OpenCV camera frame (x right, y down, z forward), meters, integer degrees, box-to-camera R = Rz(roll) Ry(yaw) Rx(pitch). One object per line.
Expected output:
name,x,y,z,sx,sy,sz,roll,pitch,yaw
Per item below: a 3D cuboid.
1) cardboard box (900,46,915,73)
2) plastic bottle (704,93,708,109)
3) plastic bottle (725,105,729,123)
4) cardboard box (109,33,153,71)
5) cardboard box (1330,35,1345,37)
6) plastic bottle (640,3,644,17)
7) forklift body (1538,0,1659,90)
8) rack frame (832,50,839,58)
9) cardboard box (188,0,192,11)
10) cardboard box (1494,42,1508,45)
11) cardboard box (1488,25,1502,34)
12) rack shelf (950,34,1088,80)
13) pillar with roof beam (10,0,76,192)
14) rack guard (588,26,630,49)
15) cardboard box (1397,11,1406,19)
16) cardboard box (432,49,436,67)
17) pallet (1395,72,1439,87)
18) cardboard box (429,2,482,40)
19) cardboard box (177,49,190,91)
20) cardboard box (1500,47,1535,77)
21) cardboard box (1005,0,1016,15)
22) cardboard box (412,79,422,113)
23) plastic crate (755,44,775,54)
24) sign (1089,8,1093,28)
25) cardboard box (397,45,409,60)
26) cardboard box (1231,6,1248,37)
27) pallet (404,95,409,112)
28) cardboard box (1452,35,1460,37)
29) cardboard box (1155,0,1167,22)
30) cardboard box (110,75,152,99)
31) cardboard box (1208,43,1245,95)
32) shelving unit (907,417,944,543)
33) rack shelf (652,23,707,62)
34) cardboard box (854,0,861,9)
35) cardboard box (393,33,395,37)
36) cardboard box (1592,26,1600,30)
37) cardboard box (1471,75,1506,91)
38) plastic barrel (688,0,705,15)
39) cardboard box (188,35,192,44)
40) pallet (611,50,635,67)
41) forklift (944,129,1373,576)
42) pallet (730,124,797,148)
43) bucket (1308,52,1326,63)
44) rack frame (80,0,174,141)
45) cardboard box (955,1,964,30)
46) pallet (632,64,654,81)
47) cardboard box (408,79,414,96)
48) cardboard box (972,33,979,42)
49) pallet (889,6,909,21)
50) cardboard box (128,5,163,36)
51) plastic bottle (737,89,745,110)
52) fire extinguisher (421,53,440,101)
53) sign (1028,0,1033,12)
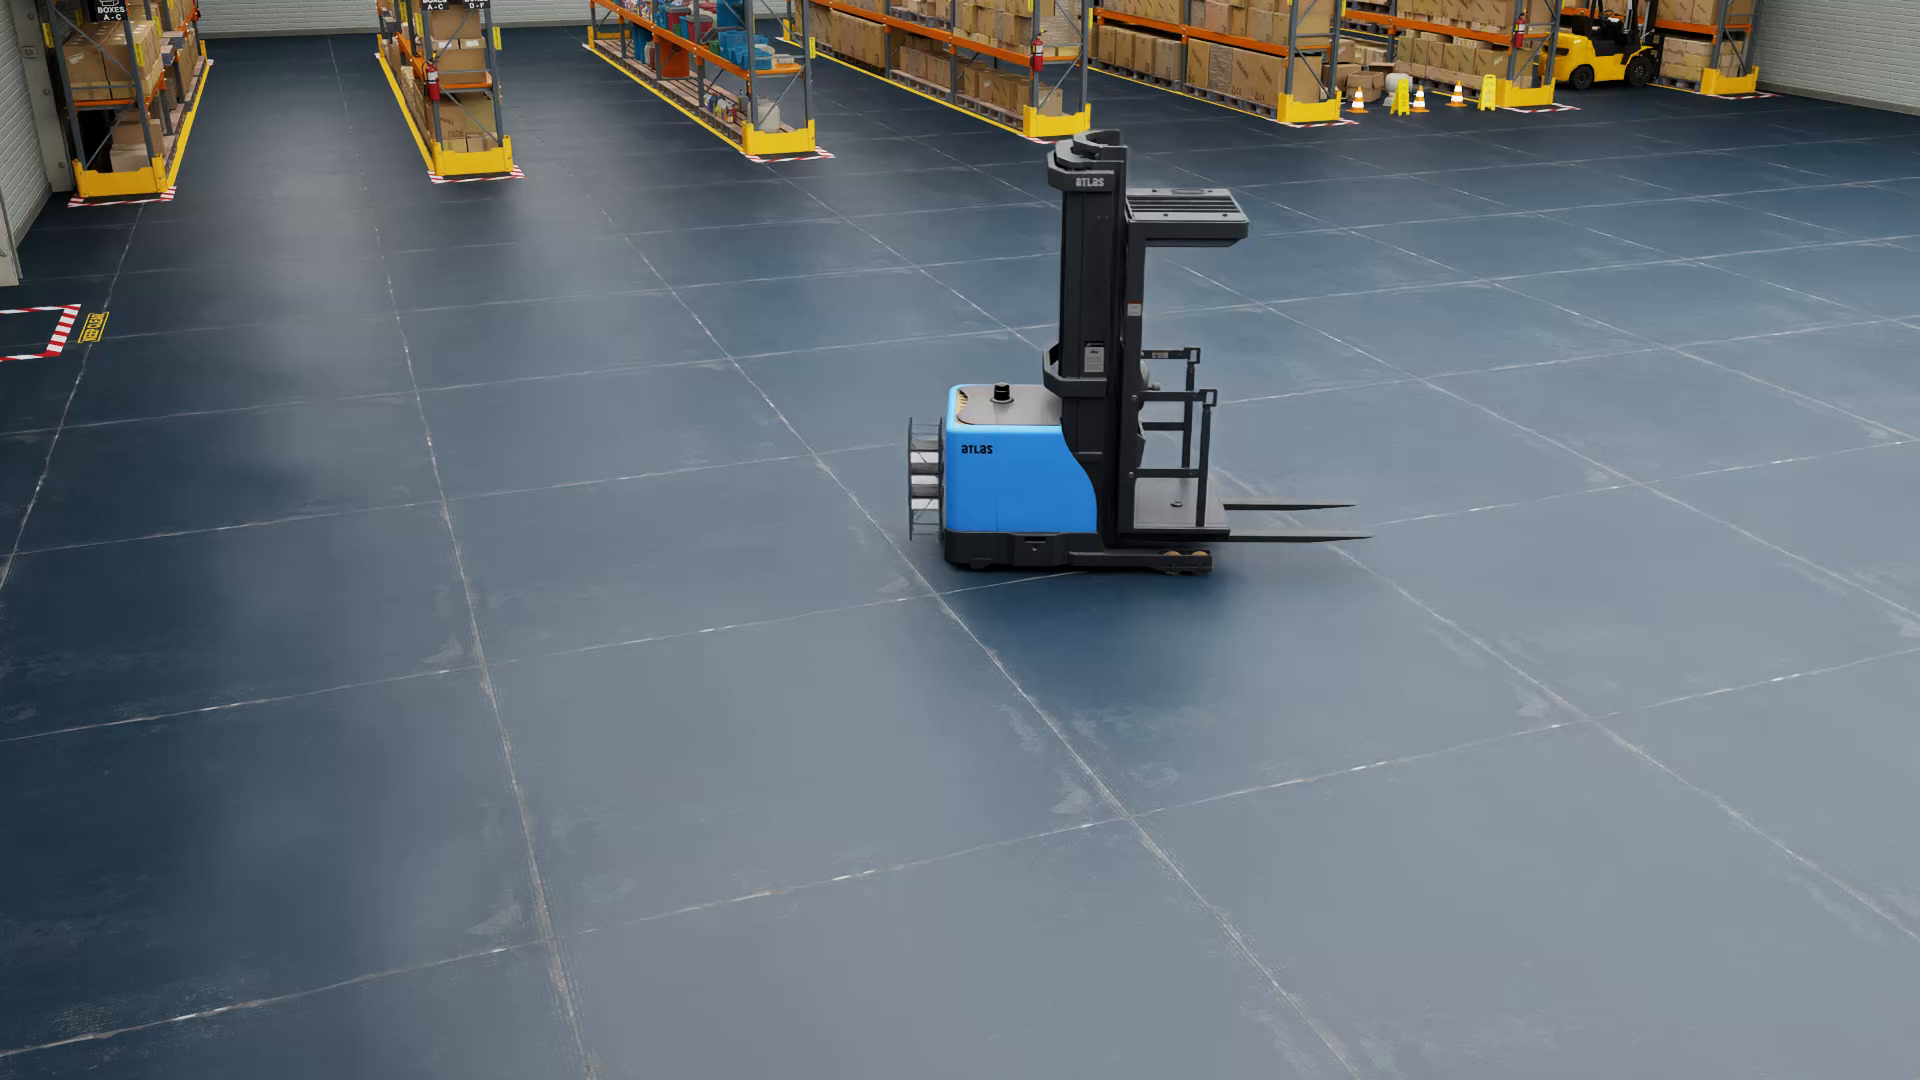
cardboard box,-0.855,-10.186,35.208,0.700,0.500,0.500,-10,25,-22
plastic bottle,-4.629,-8.013,30.346,0.097,0.271,0.097,0,23,0
plastic bottle,-4.035,-7.388,28.848,0.061,0.283,0.133,-8,24,-18
cardboard box,-12.416,-7.301,24.911,0.500,0.500,0.500,-9,25,-21
cardboard box,8.351,-11.512,38.544,0.950,0.372,0.625,-10,25,-23
plastic bottle,-6.690,-11.147,34.985,0.061,0.283,0.133,-8,24,-19
forklift body,13.252,-10.559,34.533,2.313,2.155,1.214,-8,24,-19
rack frame,-2.524,-12.830,38.828,1.000,3.000,0.127,-8,24,-19
cardboard box,-17.382,-11.936,36.320,0.980,0.700,0.700,-9,24,-19
cardboard box,13.249,-12.053,39.501,0.875,0.625,0.625,-8,24,-17
cardboard box,10.461,-9.897,32.192,0.380,0.149,0.250,-9,24,-20
rack shelf,1.009,-8.865,30.347,1.077,0.370,4.000,-8,24,-19
pillar with roof beam,-9.215,-9.921,24.203,9.100,9.000,0.400,-8,24,-19
rack guard,-8.591,-12.459,41.166,1.175,0.500,0.348,-8,24,-19
cardboard box,9.385,-11.008,34.830,0.380,0.149,0.250,-8,24,-19
cardboard box,-7.896,-7.519,26.099,0.700,0.500,0.500,-8,24,-18
pallet,9.844,-9.758,35.131,1.003,0.211,1.213,-8,24,-19
cardboard box,-7.725,-7.946,25.442,0.700,0.500,0.500,-8,24,-19
cardboard box,-15.453,-9.145,32.312,0.750,0.750,0.750,-8,24,-19
cardboard box,10.951,-9.441,32.821,0.500,0.500,0.500,-9,25,-21
cardboard box,1.108,-9.460,29.034,0.500,0.500,0.500,-8,24,-19
cardboard box,-9.095,-7.626,28.514,0.500,0.500,0.500,-8,24,-19
plastic crate,-3.521,-8.567,29.052,0.530,0.136,0.437,-8,24,-19
sign,2.223,-8.943,28.491,0.100,0.325,0.005,-8,24,-19
cardboard box,-10.953,-9.742,33.189,0.500,0.250,0.500,-7,24,-17
cardboard box,5.697,-9.916,31.720,0.875,0.550,0.500,-8,24,-19
pallet,-10.125,-8.429,31.977,1.003,0.211,1.213,-8,24,-19
cardboard box,12.452,-12.584,40.923,0.500,0.500,0.500,-8,24,-17
cardboard box,4.366,-10.949,34.237,0.500,0.500,0.500,-9,24,-20
cardboard box,-12.062,-6.592,24.195,0.500,0.250,0.500,-9,25,-21
cardboard box,5.457,-9.216,32.449,0.875,0.875,0.875,-8,24,-19
shelving unit,-0.250,-0.438,12.131,0.258,0.900,0.210,1,23,2
rack shelf,-5.038,-9.639,32.182,1.077,0.370,4.000,-8,24,-19
cardboard box,-2.053,-12.123,37.022,0.500,0.500,0.500,-8,24,-18
cardboard box,-12.461,-11.206,37.623,0.797,0.503,0.637,-8,24,-19
cardboard box,14.093,-11.133,36.515,0.500,0.250,0.500,-9,24,-20
cardboard box,10.441,-9.021,32.791,0.500,0.250,0.500,-8,24,-19
plastic barrel,-5.181,-10.404,32.928,0.421,0.512,0.421,0,23,0
cardboard box,-16.729,-10.756,35.751,0.380,0.149,0.250,-9,24,-20
pallet,-7.453,-11.127,38.378,1.003,0.211,1.213,-8,24,-19
forklift,1.411,-1.311,11.588,3.031,2.935,1.130,0,23,1
pallet,-3.271,-6.822,28.164,1.003,0.211,1.213,-8,24,-19
bucket,7.183,-10.026,34.432,0.726,0.611,0.620,0,13,-1
rack frame,-13.599,-7.884,27.094,1.000,3.000,0.127,-8,24,-19
cardboard box,0.404,-9.934,31.446,0.875,0.500,0.500,-8,24,-19
pallet,-6.489,-10.135,36.025,1.003,0.211,1.213,-8,24,-19
cardboard box,-9.741,-8.228,30.186,0.500,0.311,0.500,-8,24,-19
cardboard box,0.434,-9.322,30.829,0.380,0.149,0.250,-8,24,-19
pallet,-0.759,-11.044,34.837,1.213,0.211,1.003,-8,24,-19
cardboard box,-14.614,-9.218,29.562,0.700,0.500,0.500,-11,25,-24
plastic bottle,-3.969,-8.011,30.239,0.144,0.351,0.185,-8,24,-19
fire extinguisher,-7.946,-6.969,25.023,0.296,0.674,0.183,-8,24,-19
sign,1.189,-9.080,28.033,0.100,0.325,0.005,-8,24,-19
